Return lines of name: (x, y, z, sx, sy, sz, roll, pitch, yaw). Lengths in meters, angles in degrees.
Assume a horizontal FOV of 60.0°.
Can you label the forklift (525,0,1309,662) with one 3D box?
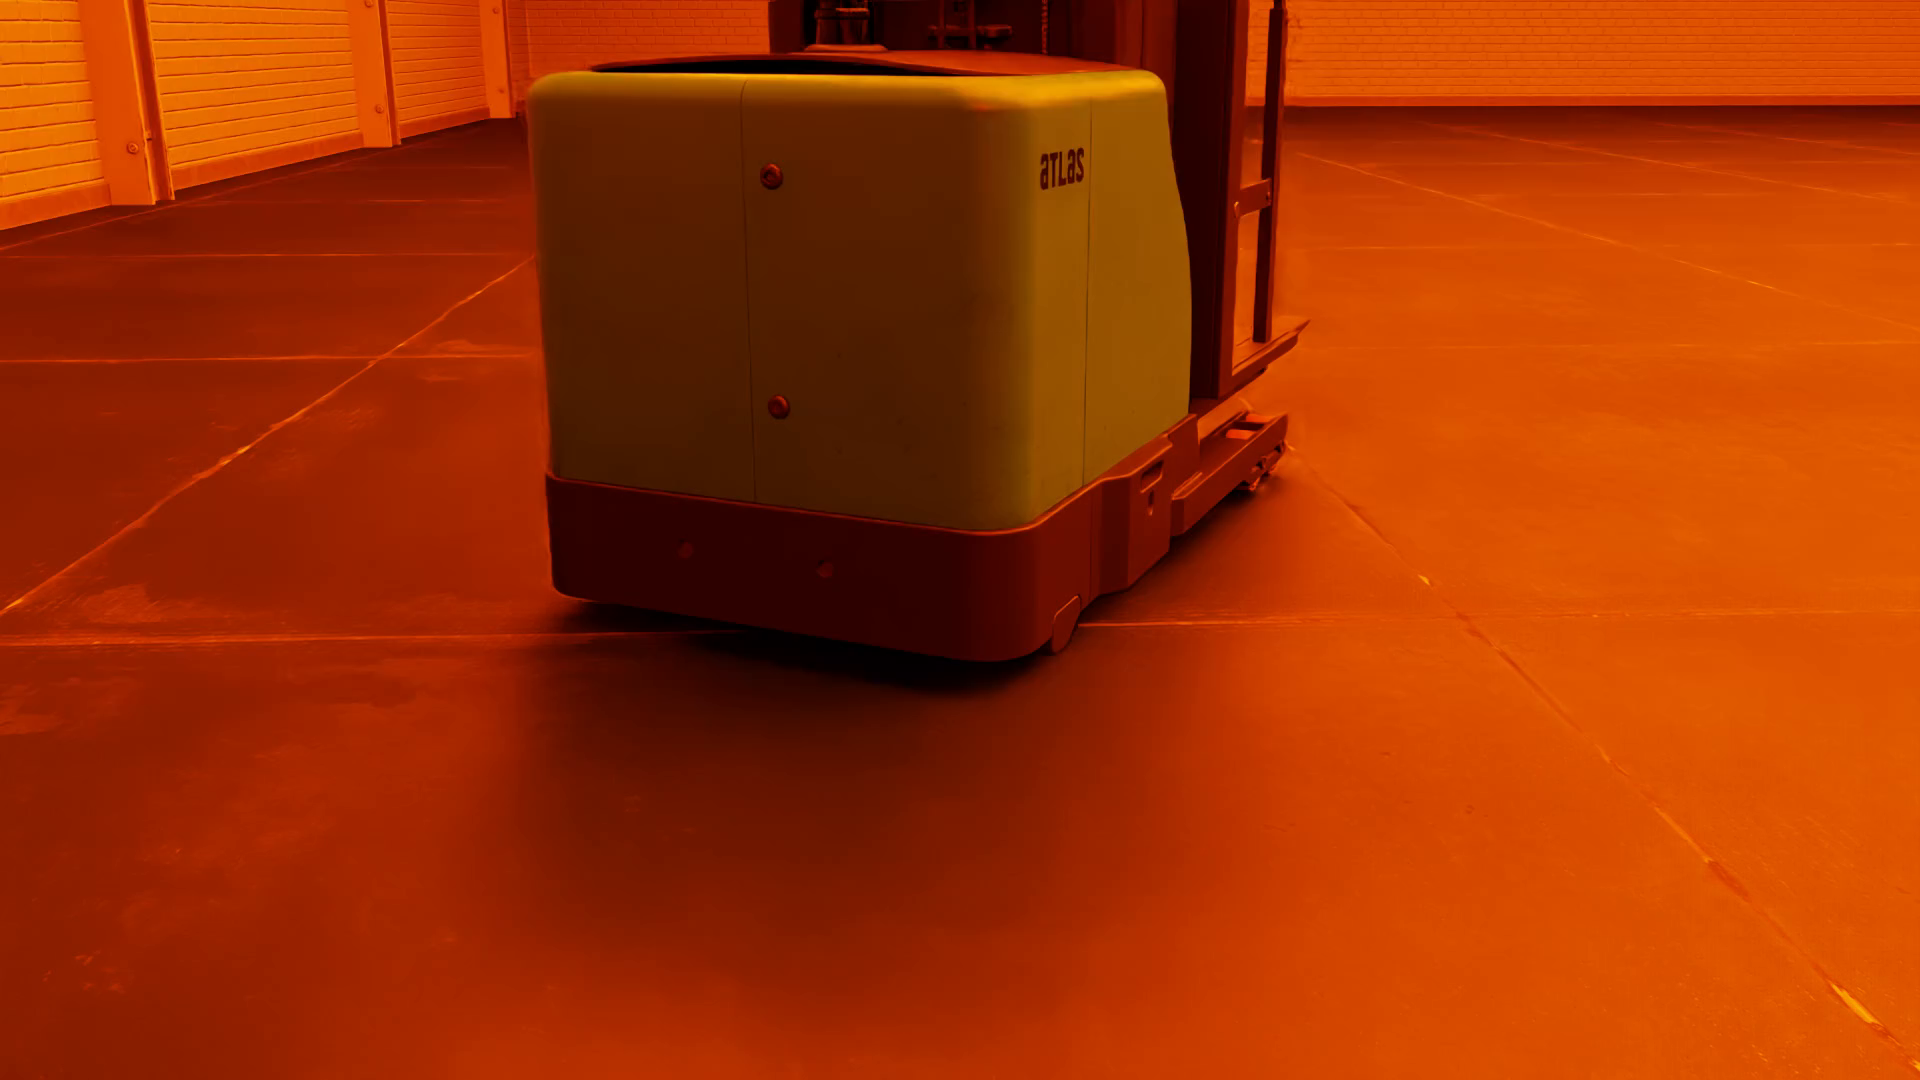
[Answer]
forklift: (0.240, -1.572, 4.045, 1.130, 2.935, 3.031, 8, 19, 23)
